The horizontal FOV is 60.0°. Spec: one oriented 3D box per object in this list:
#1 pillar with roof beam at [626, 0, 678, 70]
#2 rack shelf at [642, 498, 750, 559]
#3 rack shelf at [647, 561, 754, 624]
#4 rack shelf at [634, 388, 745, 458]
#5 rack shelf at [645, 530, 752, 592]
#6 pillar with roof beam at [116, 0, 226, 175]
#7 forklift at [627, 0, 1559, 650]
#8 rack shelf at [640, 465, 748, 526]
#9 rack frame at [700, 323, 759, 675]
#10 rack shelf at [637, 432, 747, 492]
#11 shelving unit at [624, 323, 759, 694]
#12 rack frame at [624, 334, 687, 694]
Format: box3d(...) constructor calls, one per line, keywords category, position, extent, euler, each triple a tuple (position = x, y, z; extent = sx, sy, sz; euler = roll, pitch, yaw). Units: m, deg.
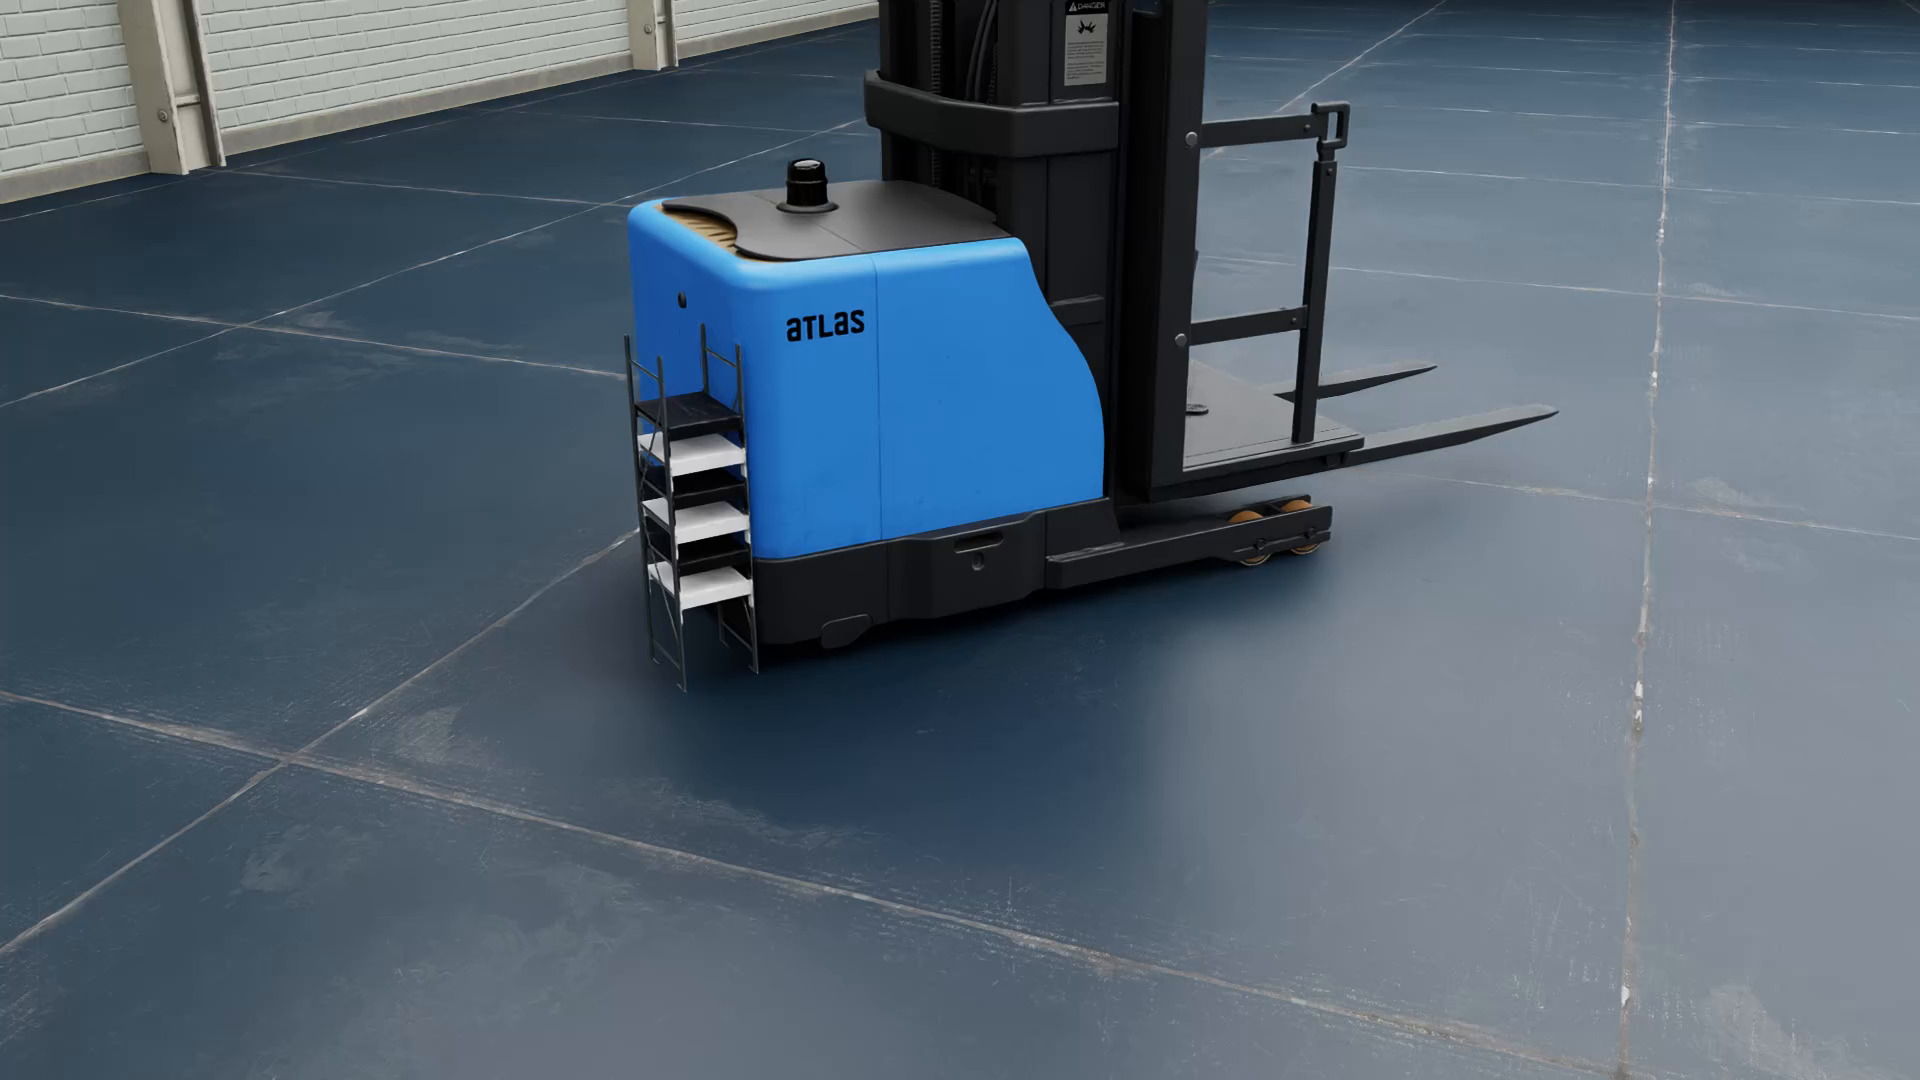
box3d(category="pillar with roof beam", position=(0.982, -8.206, 13.221), extent=(9.100, 9.000, 0.400), euler=(9, 24, 20))
box3d(category="rack shelf", position=(-0.685, -0.047, 4.282), extent=(0.200, 0.077, 0.258), euler=(-13, 26, -29))
box3d(category="rack shelf", position=(-0.685, 0.119, 4.351), extent=(0.200, 0.077, 0.258), euler=(-13, 26, -29))
box3d(category="rack shelf", position=(-0.685, -0.297, 4.178), extent=(0.200, 0.077, 0.258), euler=(-13, 26, -29))
box3d(category="rack shelf", position=(-0.685, 0.036, 4.317), extent=(0.200, 0.077, 0.258), euler=(-13, 26, -29))
box3d(category="pillar with roof beam", position=(-1.247, -6.059, 8.080), extent=(9.100, 9.000, 0.400), euler=(9, 24, 20))
box3d(category="forklift", position=(0.575, -1.441, 4.897), extent=(3.031, 2.935, 1.130), euler=(-11, 25, -25))
box3d(category="rack shelf", position=(-0.685, -0.131, 4.247), extent=(0.200, 0.077, 0.258), euler=(-13, 26, -29))
box3d(category="rack frame", position=(-0.598, -0.099, 4.318), extent=(0.006, 0.900, 0.240), euler=(-13, 26, -29))
box3d(category="rack shelf", position=(-0.685, -0.214, 4.213), extent=(0.200, 0.077, 0.258), euler=(-13, 26, -29))
box3d(category="shelving unit", position=(-0.685, -0.078, 4.269), extent=(0.210, 0.900, 0.258), euler=(-13, 26, -29))
box3d(category="rack frame", position=(-0.772, -0.058, 4.221), extent=(0.006, 0.900, 0.240), euler=(-13, 26, -29))
